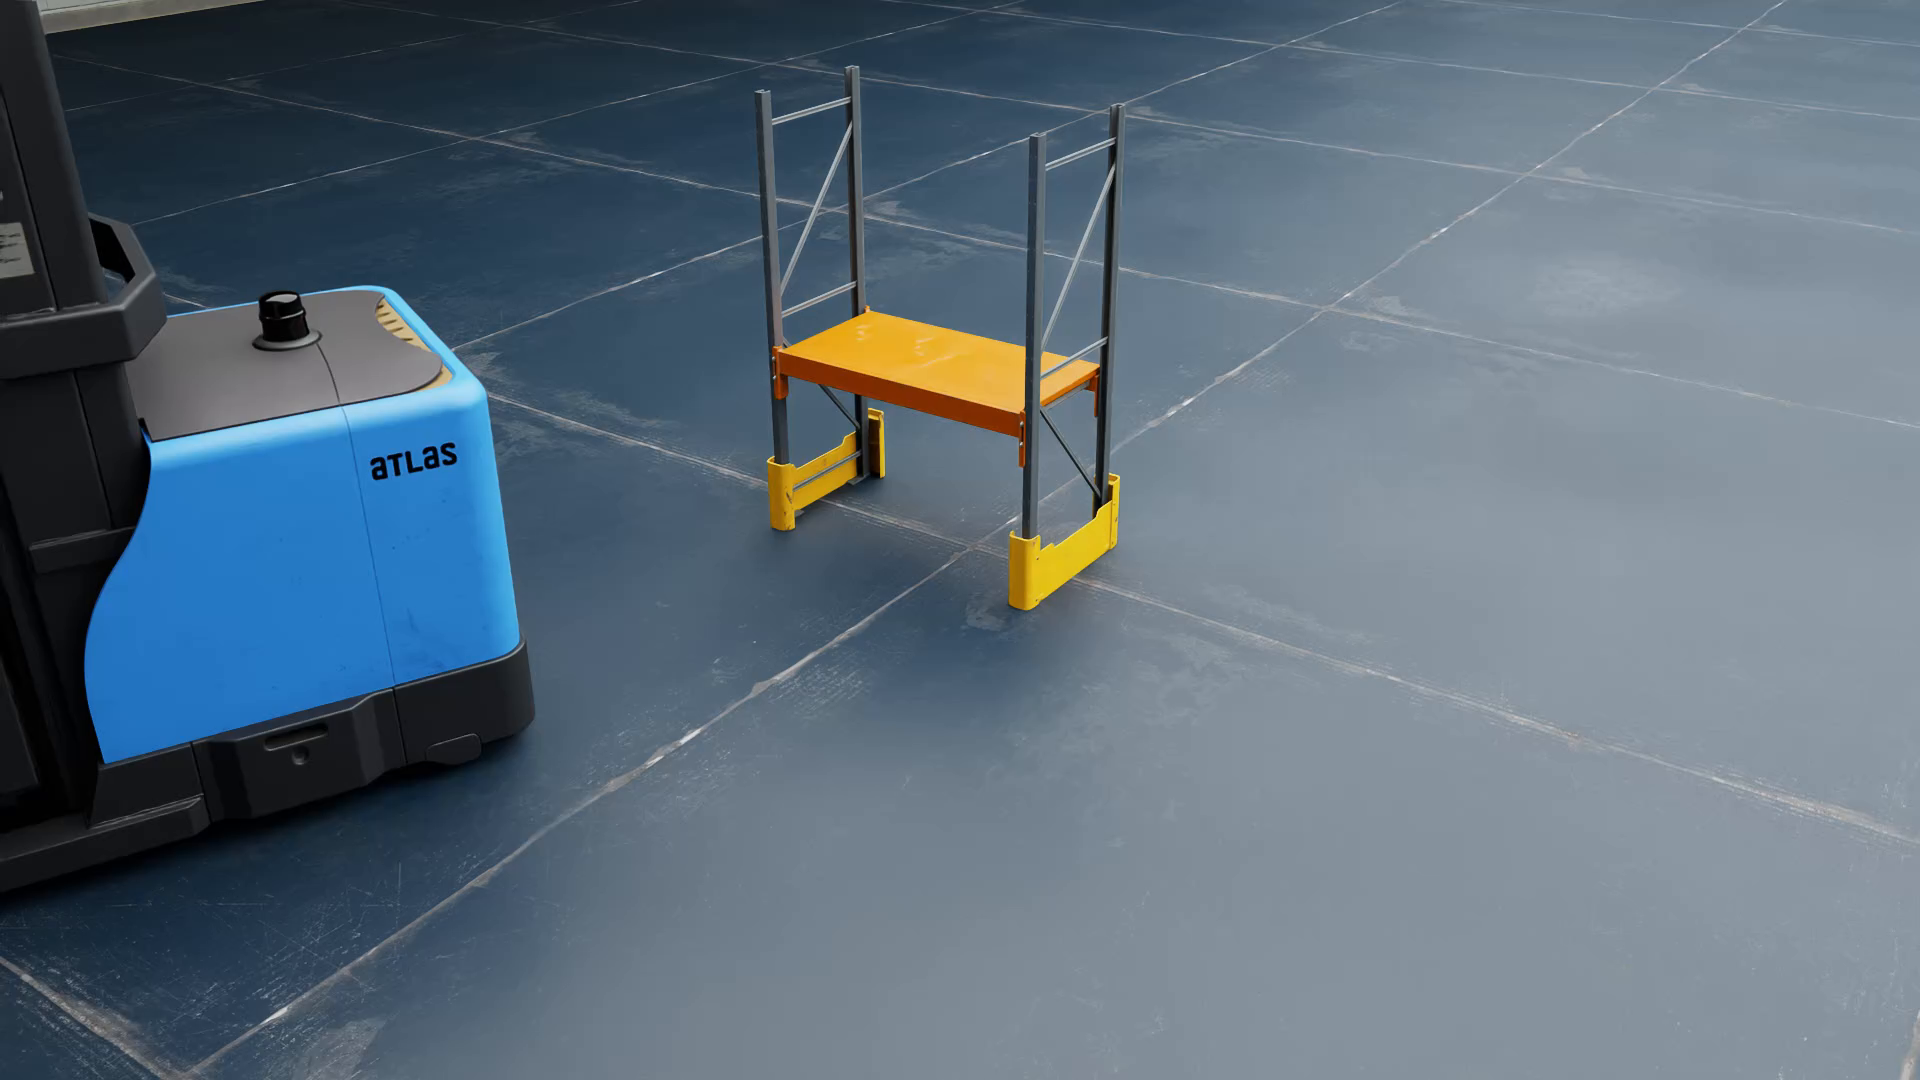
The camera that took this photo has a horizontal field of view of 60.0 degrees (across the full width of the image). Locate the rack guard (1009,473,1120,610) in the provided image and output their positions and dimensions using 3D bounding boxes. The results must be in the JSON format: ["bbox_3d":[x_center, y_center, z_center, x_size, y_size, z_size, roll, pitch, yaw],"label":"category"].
[{"bbox_3d":[0.348,-0.003,5.480,0.087,0.250,0.587,17,32,30],"label":"rack guard"}]

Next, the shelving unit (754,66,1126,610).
[{"bbox_3d":[-0.063,-0.688,5.448,1.083,1.500,0.587,17,32,30],"label":"shelving unit"}]

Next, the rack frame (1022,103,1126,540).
[{"bbox_3d":[0.349,-0.560,5.196,0.032,1.500,0.500,17,32,30],"label":"rack frame"}]

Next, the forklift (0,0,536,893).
[{"bbox_3d":[-2.710,-0.581,3.660,3.031,2.935,1.130,-15,31,-27],"label":"forklift"}]

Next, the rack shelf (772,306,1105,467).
[{"bbox_3d":[-0.070,-0.530,5.534,1.000,0.185,0.538,17,32,30],"label":"rack shelf"}]

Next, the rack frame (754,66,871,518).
[{"bbox_3d":[-0.489,-0.821,5.709,0.032,1.500,0.500,17,32,30],"label":"rack frame"}]

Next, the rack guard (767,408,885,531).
[{"bbox_3d":[-0.473,-0.259,5.983,0.087,0.250,0.587,17,32,30],"label":"rack guard"}]
